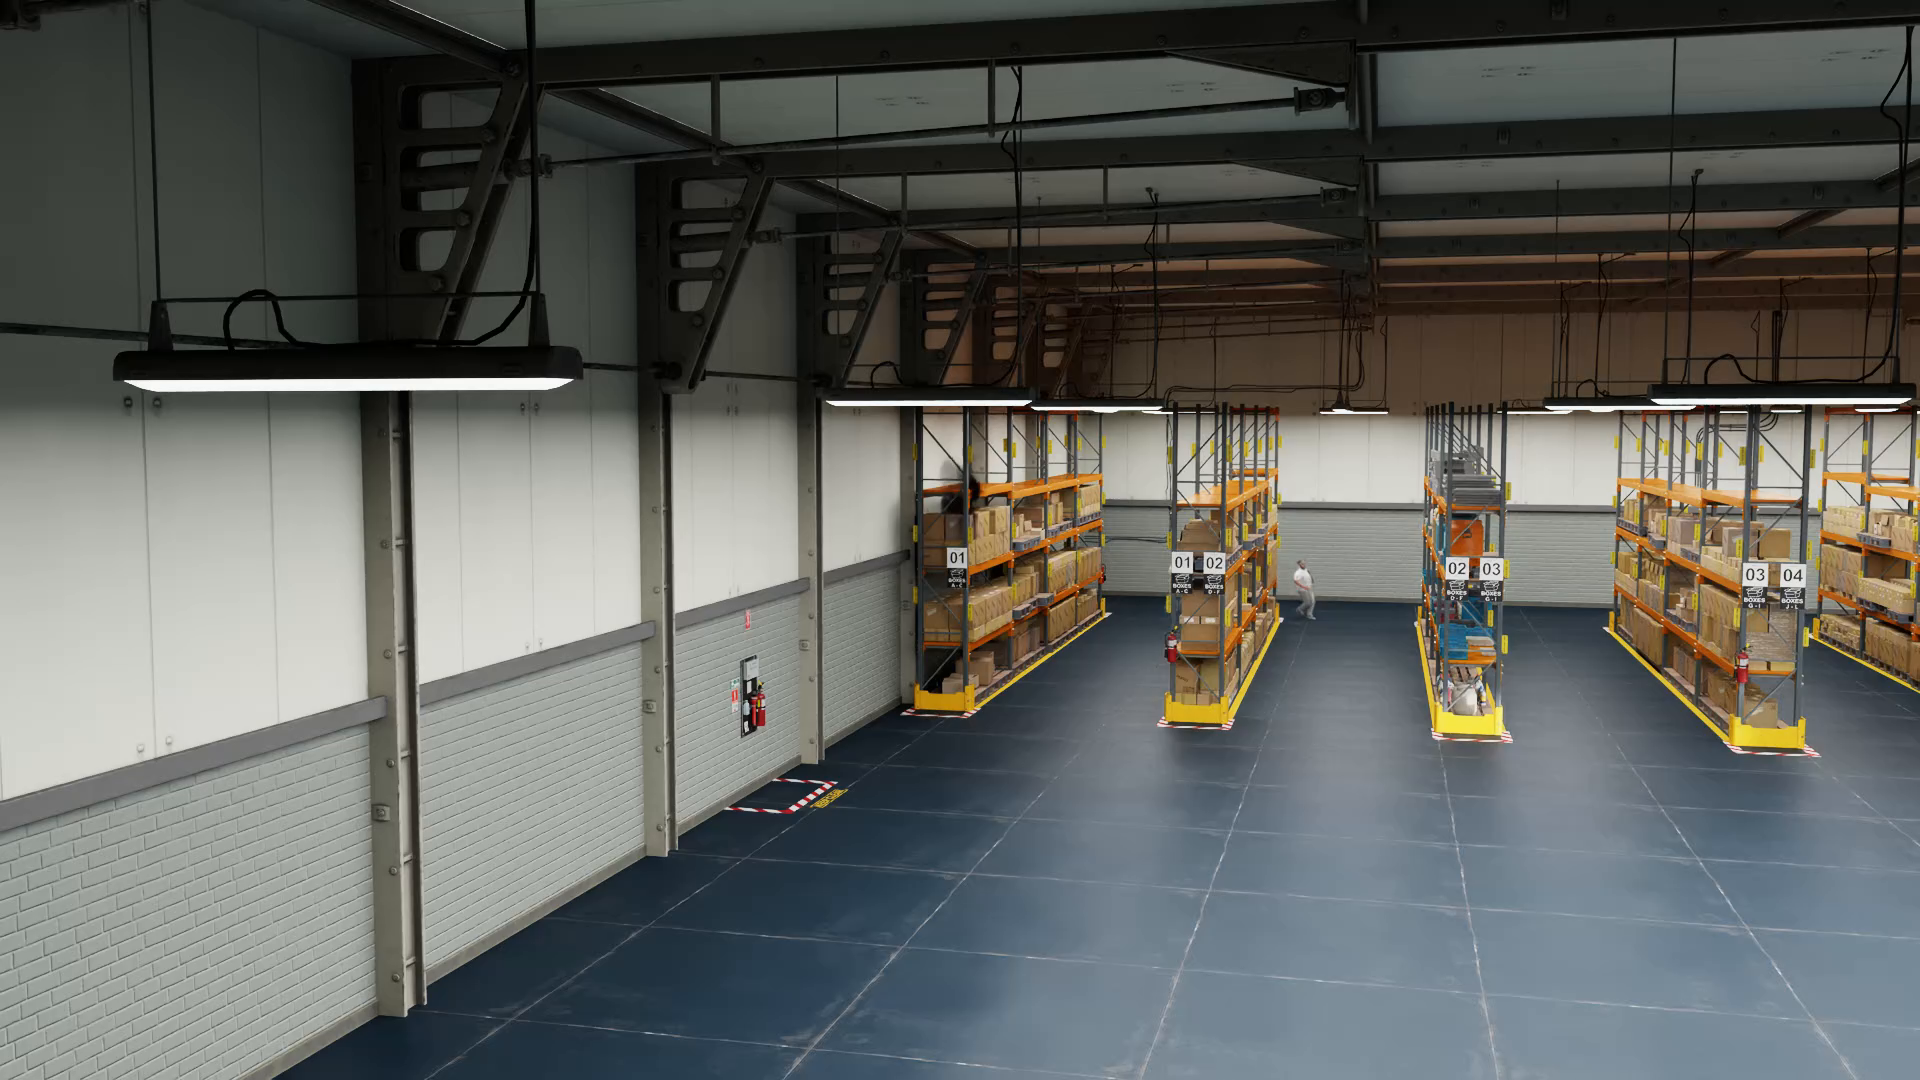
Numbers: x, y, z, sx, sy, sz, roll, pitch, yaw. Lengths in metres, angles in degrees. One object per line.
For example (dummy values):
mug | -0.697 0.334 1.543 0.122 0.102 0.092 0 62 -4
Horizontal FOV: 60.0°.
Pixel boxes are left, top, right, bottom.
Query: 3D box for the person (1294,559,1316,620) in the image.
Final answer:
person | 9.725 1.394 47.100 0.680 1.736 0.638 -4 6 -42

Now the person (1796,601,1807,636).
person | 20.249 1.917 40.402 0.588 1.688 0.925 1 4 19
